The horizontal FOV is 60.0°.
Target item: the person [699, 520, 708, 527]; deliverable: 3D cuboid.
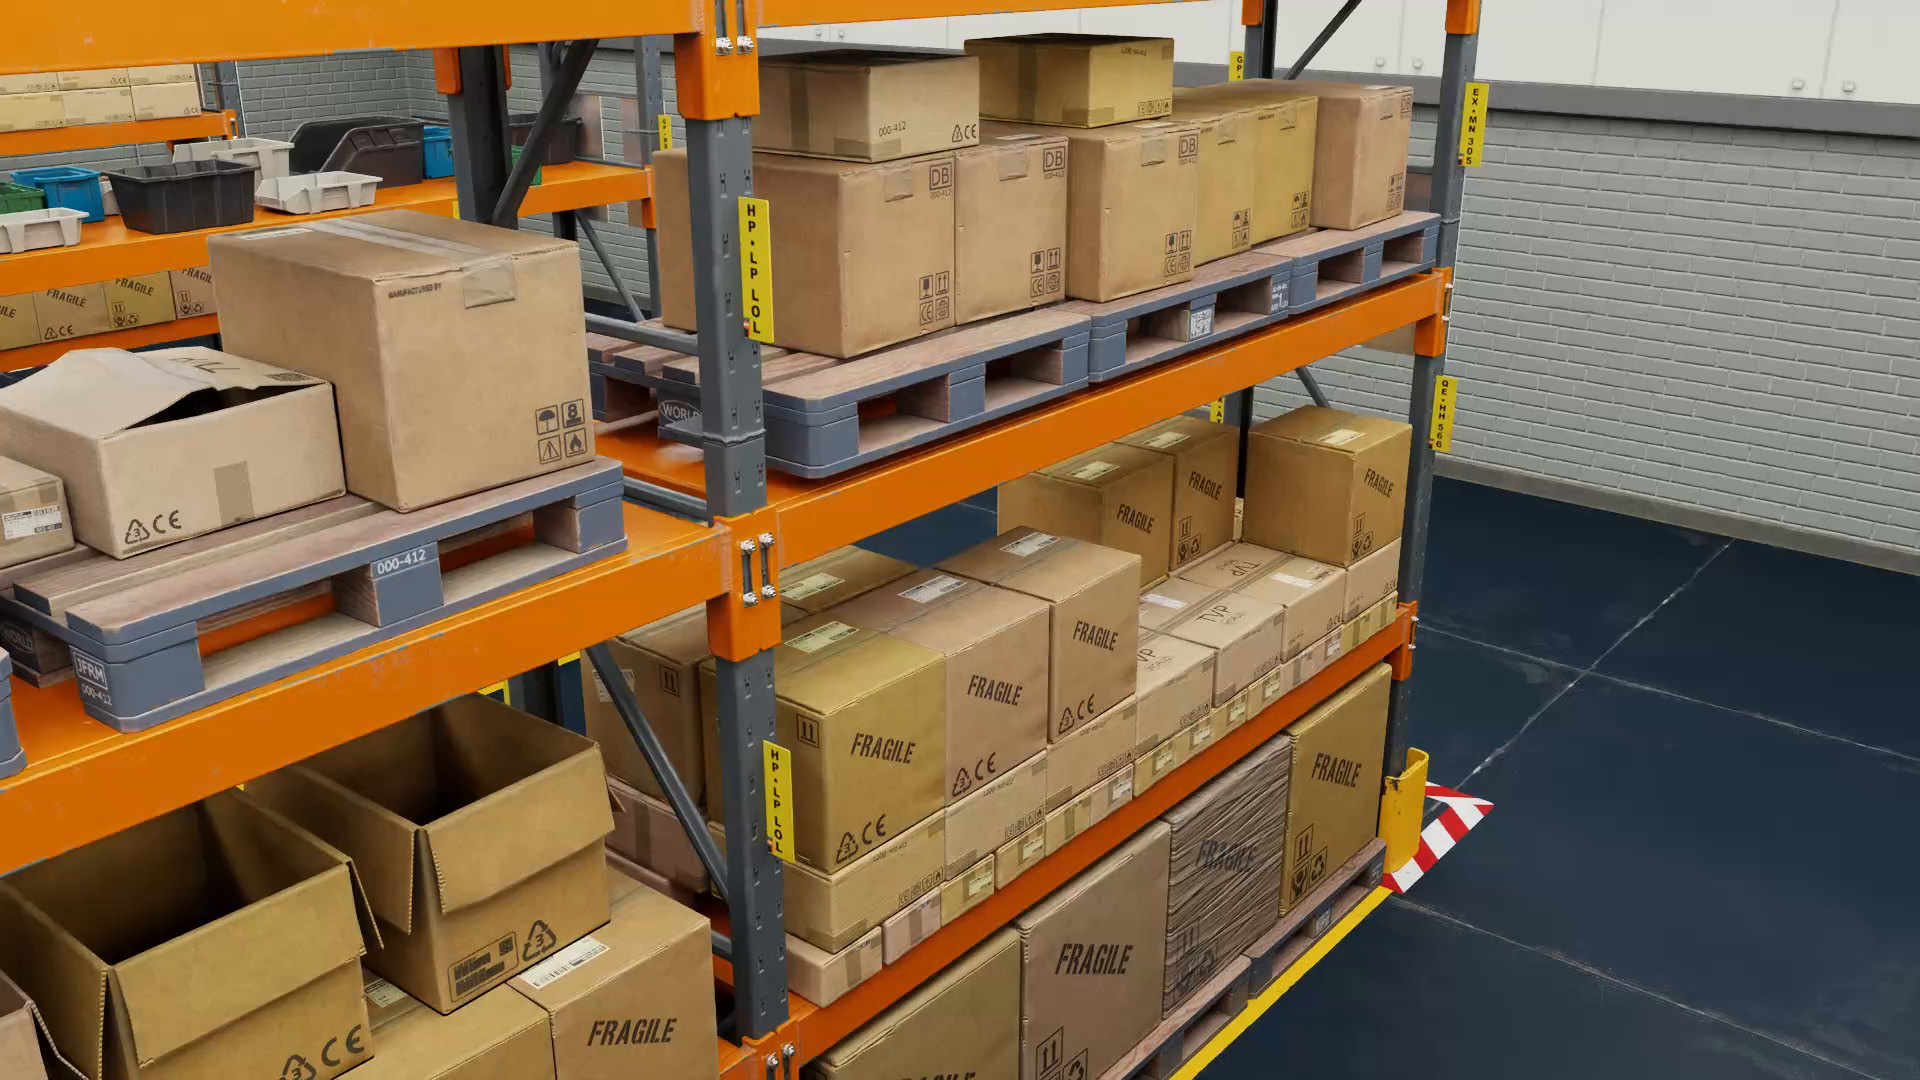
[{"bbox_3d":[-1.249,0.112,9.269,0.509,1.676,0.416,16,26,36],"label":"person"}]
